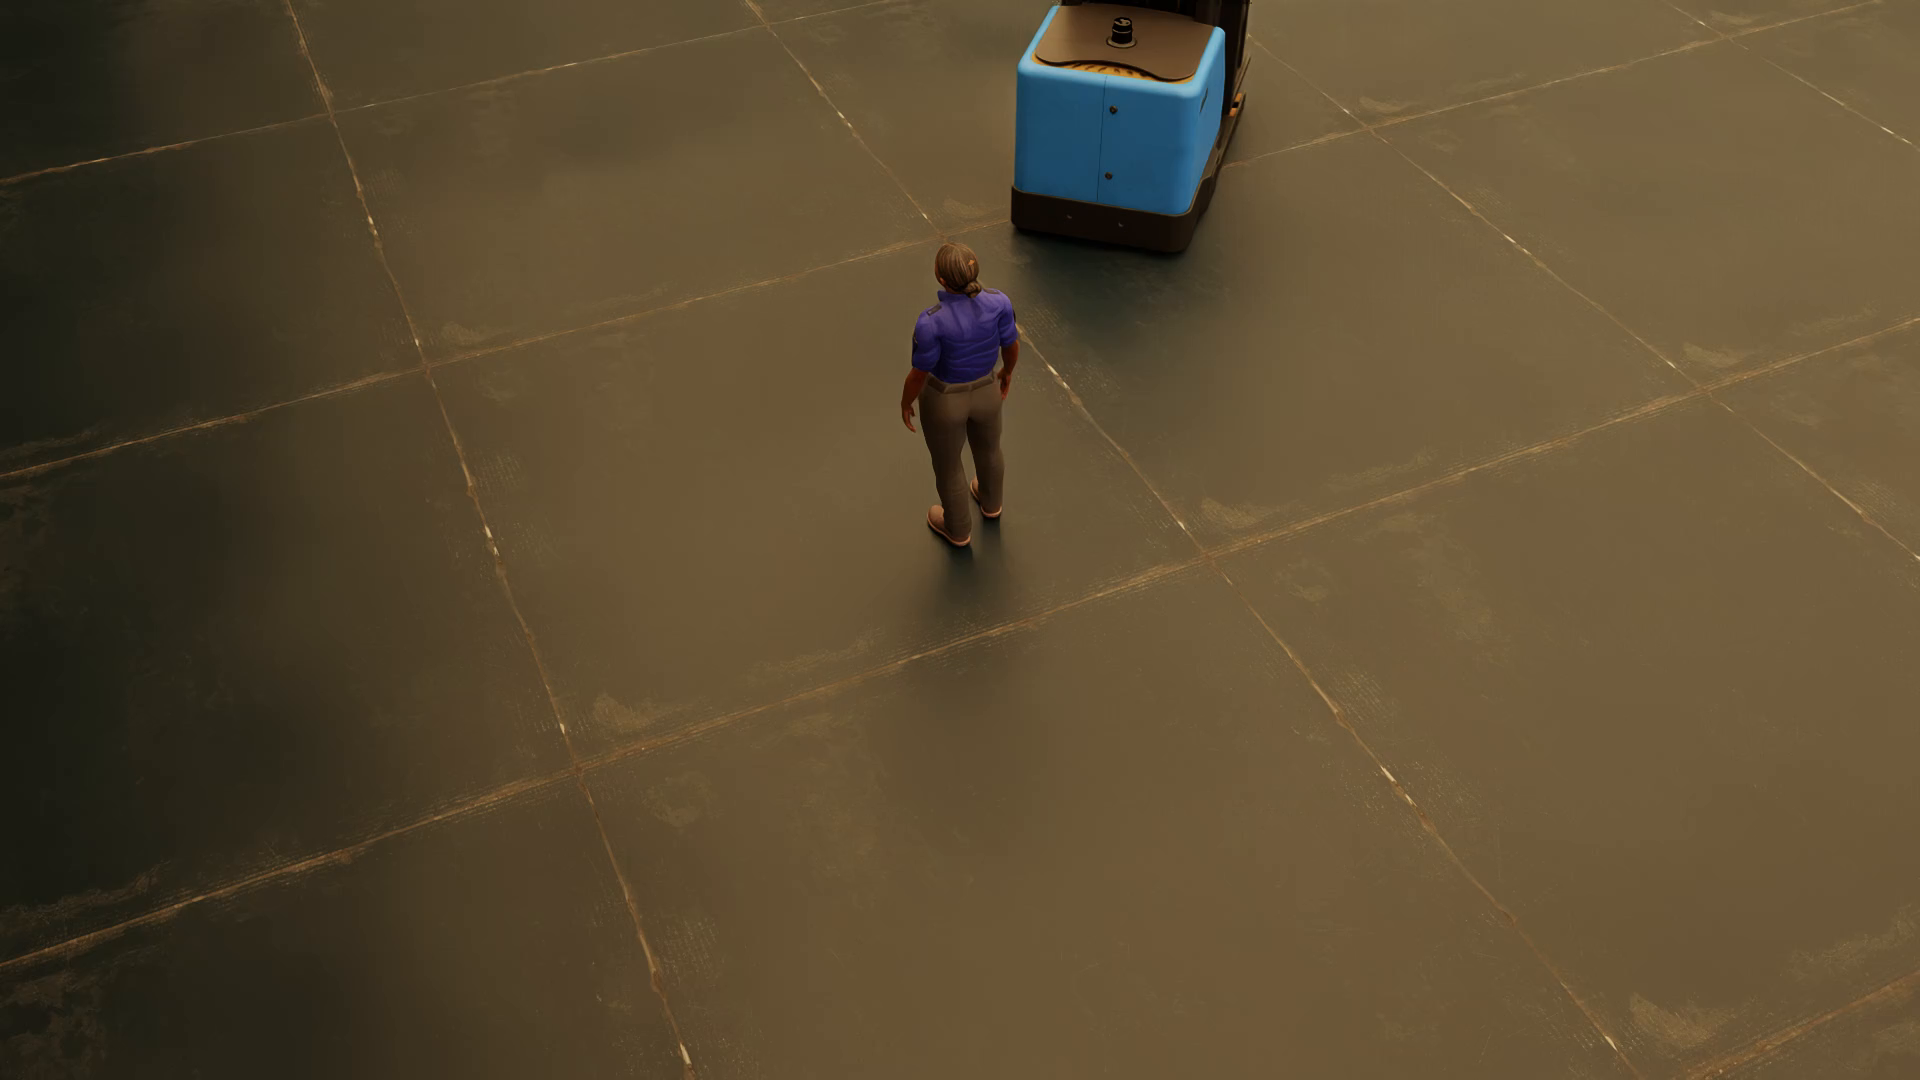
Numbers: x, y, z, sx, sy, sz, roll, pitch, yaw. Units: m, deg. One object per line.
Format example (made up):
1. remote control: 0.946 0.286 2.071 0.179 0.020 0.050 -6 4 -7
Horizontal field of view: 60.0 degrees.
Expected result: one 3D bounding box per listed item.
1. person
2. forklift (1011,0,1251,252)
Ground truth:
1. person: -0.019 -0.670 7.323 0.570 1.656 0.503 -18 46 -18
2. forklift: 1.212 -3.732 9.679 1.130 2.935 3.031 12 44 12
